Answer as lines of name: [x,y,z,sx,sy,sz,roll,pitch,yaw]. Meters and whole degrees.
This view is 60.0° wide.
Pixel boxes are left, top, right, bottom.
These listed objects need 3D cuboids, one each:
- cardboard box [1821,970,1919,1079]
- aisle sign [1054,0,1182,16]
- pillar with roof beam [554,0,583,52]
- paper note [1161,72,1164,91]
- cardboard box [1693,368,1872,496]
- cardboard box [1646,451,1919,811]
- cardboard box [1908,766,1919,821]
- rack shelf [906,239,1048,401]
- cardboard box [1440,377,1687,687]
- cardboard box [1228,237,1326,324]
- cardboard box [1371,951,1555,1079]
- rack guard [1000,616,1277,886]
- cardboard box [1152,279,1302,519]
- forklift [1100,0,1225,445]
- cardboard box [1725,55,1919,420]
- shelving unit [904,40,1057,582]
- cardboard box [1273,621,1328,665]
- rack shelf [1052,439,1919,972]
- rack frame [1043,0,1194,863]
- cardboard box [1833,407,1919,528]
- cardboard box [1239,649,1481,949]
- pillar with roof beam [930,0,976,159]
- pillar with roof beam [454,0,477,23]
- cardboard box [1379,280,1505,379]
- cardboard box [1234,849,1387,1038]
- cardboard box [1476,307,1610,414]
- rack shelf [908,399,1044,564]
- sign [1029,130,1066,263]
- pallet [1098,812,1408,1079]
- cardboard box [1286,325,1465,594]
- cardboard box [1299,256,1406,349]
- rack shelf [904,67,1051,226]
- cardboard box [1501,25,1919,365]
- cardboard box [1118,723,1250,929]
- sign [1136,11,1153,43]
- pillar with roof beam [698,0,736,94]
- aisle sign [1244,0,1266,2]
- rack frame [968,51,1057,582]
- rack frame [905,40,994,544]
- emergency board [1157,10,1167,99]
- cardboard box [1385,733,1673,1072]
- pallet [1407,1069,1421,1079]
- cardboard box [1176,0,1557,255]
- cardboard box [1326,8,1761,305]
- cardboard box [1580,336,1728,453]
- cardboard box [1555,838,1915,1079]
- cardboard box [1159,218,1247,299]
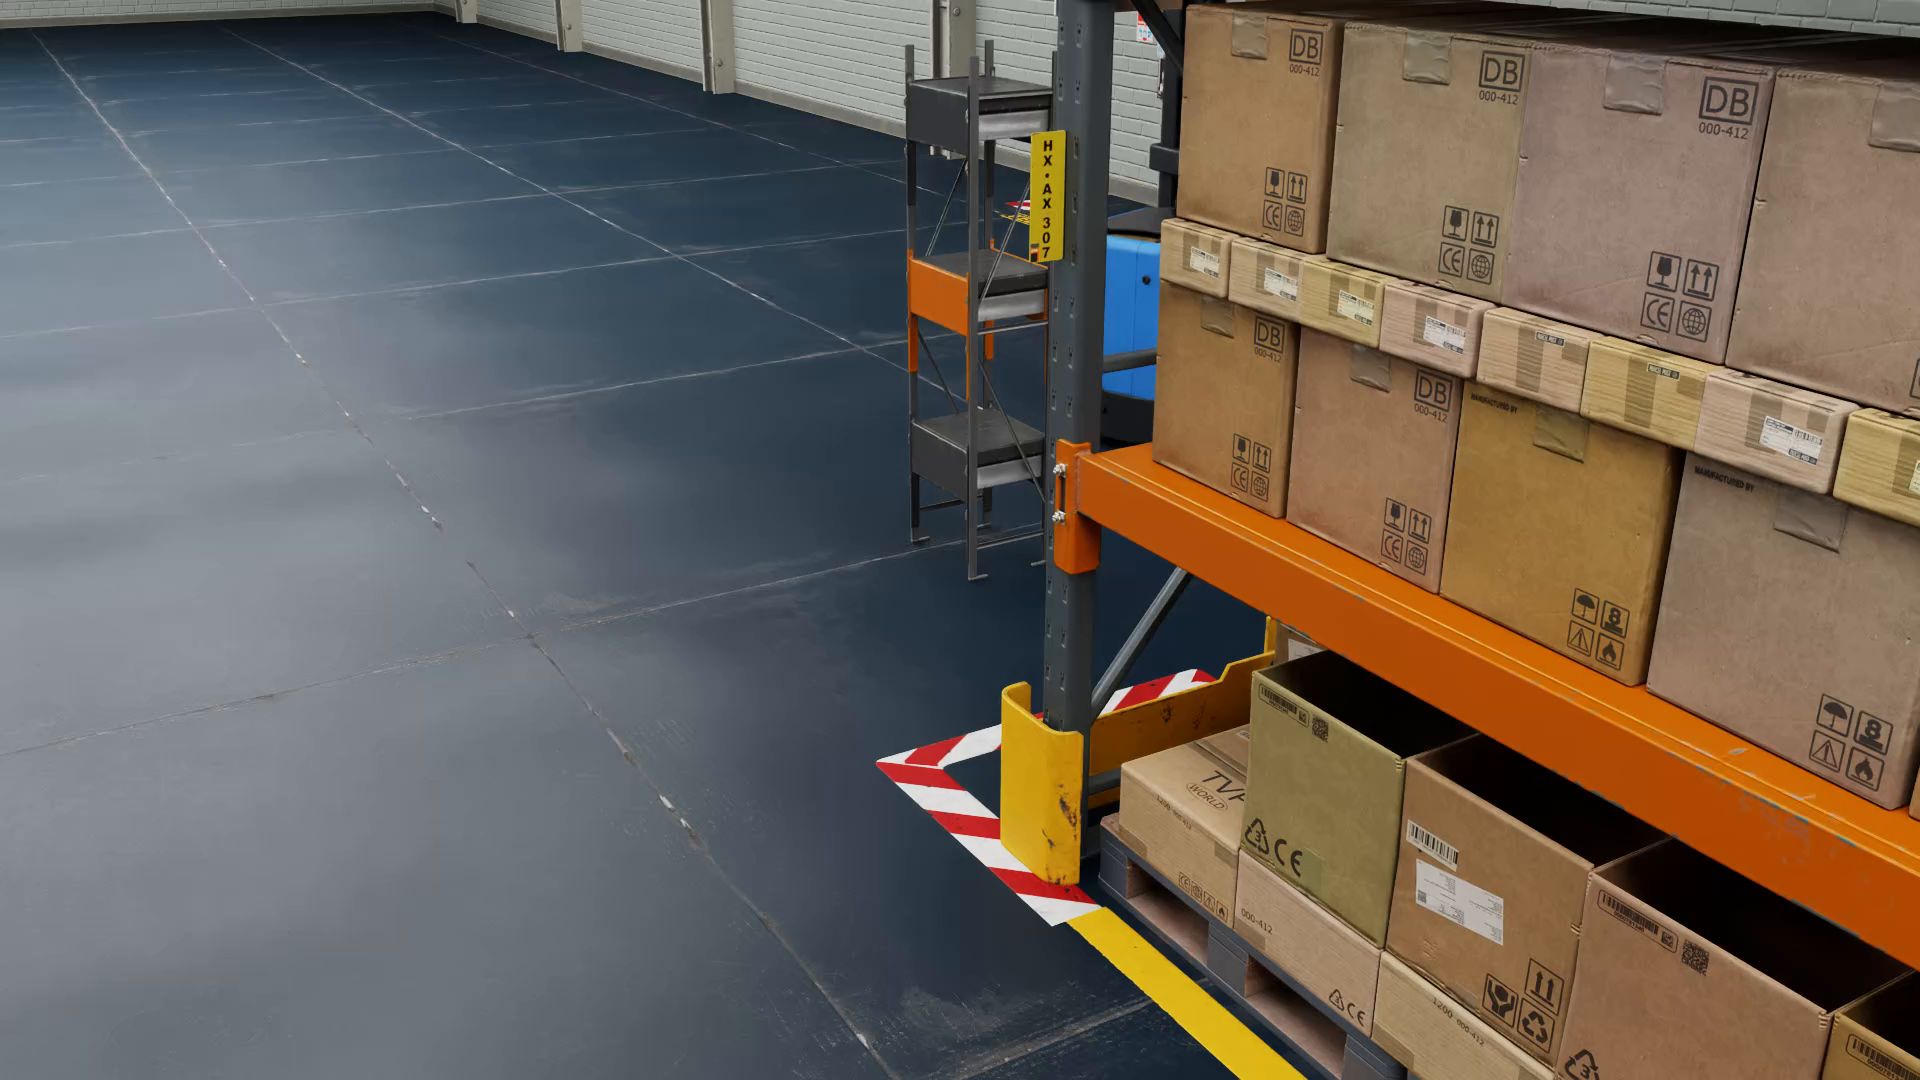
cardboard box: [1.815,1.060,2.819,0.500,0.500,0.500,-13,25,-28]
aisle sign: [0.404,-1.700,4.059,0.394,0.787,0.004,-13,25,-28]
pillar with roof beam: [-9.902,-11.148,22.787,9.100,9.000,0.400,-13,25,-28]
paper note: [1.733,-3.840,13.944,0.016,0.148,0.142,-13,25,-28]
cardboard box: [1.501,-0.214,2.861,0.380,0.149,0.250,-12,25,-28]
cardboard box: [1.721,0.074,3.012,0.700,0.500,0.500,-12,25,-27]
cardboard box: [1.984,0.240,2.605,0.700,0.500,0.500,-12,25,-27]
rack shelf: [0.085,-0.906,6.789,0.431,0.518,0.480,-13,25,-28]
cardboard box: [1.449,-0.095,3.430,0.700,0.500,0.500,-12,25,-28]
cardboard box: [0.853,-0.627,3.876,0.380,0.149,0.250,-13,26,-30]
cardboard box: [1.297,1.085,3.752,0.500,0.250,0.500,-13,25,-28]
rack guard: [0.689,0.617,5.131,1.175,0.500,0.348,-13,25,-28]
cardboard box: [0.928,-0.426,4.244,0.700,0.500,0.500,-13,25,-28]
forklift: [1.809,-2.218,8.876,1.130,2.935,3.031,17,28,36]
cardboard box: [1.743,-0.516,2.741,0.700,0.500,0.500,-13,25,-28]
shelving unit: [0.085,-0.919,6.784,0.431,2.100,0.503,-13,25,-28]
cardboard box: [1.231,0.315,4.652,0.500,0.500,0.500,-13,25,-28]
rack shelf: [1.722,0.447,3.183,1.077,0.370,4.000,-13,25,-28]
rack frame: [0.701,-0.534,4.641,1.000,3.000,0.127,-13,25,-28]
cardboard box: [1.635,-0.129,2.651,0.380,0.149,0.250,-12,25,-27]
cardboard box: [1.041,0.576,4.009,0.500,0.500,0.500,-13,25,-28]
pillar with roof beam: [-3.772,-7.263,13.230,9.100,9.000,0.400,-13,25,-28]
pillar with roof beam: [-12.967,-13.090,27.565,9.100,9.000,0.400,-13,25,-28]
cardboard box: [1.107,-0.464,3.475,0.380,0.149,0.250,-13,26,-29]
cardboard box: [1.042,0.923,4.151,0.500,0.250,0.500,-13,25,-28]
cardboard box: [1.245,-0.378,3.264,0.380,0.149,0.250,-14,26,-30]
rack shelf: [0.085,-0.258,7.053,0.431,0.518,0.480,-13,25,-28]
sign: [0.221,-0.867,4.205,0.100,0.325,0.005,-13,25,-28]
pallet: [1.127,0.998,4.577,1.003,0.211,1.213,-13,25,-28]
cardboard box: [1.201,-0.257,3.828,0.700,0.500,0.500,-12,25,-27]
cardboard box: [0.980,-0.546,3.677,0.380,0.149,0.250,-12,25,-28]
rack shelf: [0.085,-1.555,6.526,0.431,0.518,0.480,-13,25,-28]
cardboard box: [1.487,-0.678,3.140,0.700,0.500,0.500,-12,25,-28]
cardboard box: [0.783,0.762,4.547,0.500,0.250,0.500,-13,25,-28]
sign: [1.571,-4.392,14.087,0.001,0.329,0.234,-13,25,-28]
pillar with roof beam: [-6.837,-9.205,18.008,9.100,9.000,0.400,-13,25,-28]
aisle sign: [0.920,-1.816,4.343,0.394,0.787,0.004,-13,25,-28]
rack frame: [0.209,-0.840,6.590,0.400,2.100,0.015,-13,25,-28]
rack frame: [-0.040,-0.998,6.979,0.400,2.100,0.015,-13,25,-28]
emergency board: [1.764,-4.177,13.604,0.194,1.169,0.643,-13,25,-28]
cardboard box: [1.307,0.735,3.616,0.500,0.500,0.500,-13,25,-28]
pallet: [1.747,1.392,3.606,1.003,0.211,1.213,-13,25,-28]
cardboard box: [0.955,-1.010,3.958,0.700,0.500,0.500,-13,25,-28]
cardboard box: [1.229,-0.841,3.541,0.700,0.500,0.500,-13,26,-30]
cardboard box: [1.376,-0.296,3.061,0.380,0.149,0.250,-13,25,-29]
cardboard box: [1.547,0.901,3.210,0.500,0.500,0.500,-13,25,-28]
cardboard box: [0.716,-0.712,4.085,0.380,0.149,0.250,-13,25,-29]
